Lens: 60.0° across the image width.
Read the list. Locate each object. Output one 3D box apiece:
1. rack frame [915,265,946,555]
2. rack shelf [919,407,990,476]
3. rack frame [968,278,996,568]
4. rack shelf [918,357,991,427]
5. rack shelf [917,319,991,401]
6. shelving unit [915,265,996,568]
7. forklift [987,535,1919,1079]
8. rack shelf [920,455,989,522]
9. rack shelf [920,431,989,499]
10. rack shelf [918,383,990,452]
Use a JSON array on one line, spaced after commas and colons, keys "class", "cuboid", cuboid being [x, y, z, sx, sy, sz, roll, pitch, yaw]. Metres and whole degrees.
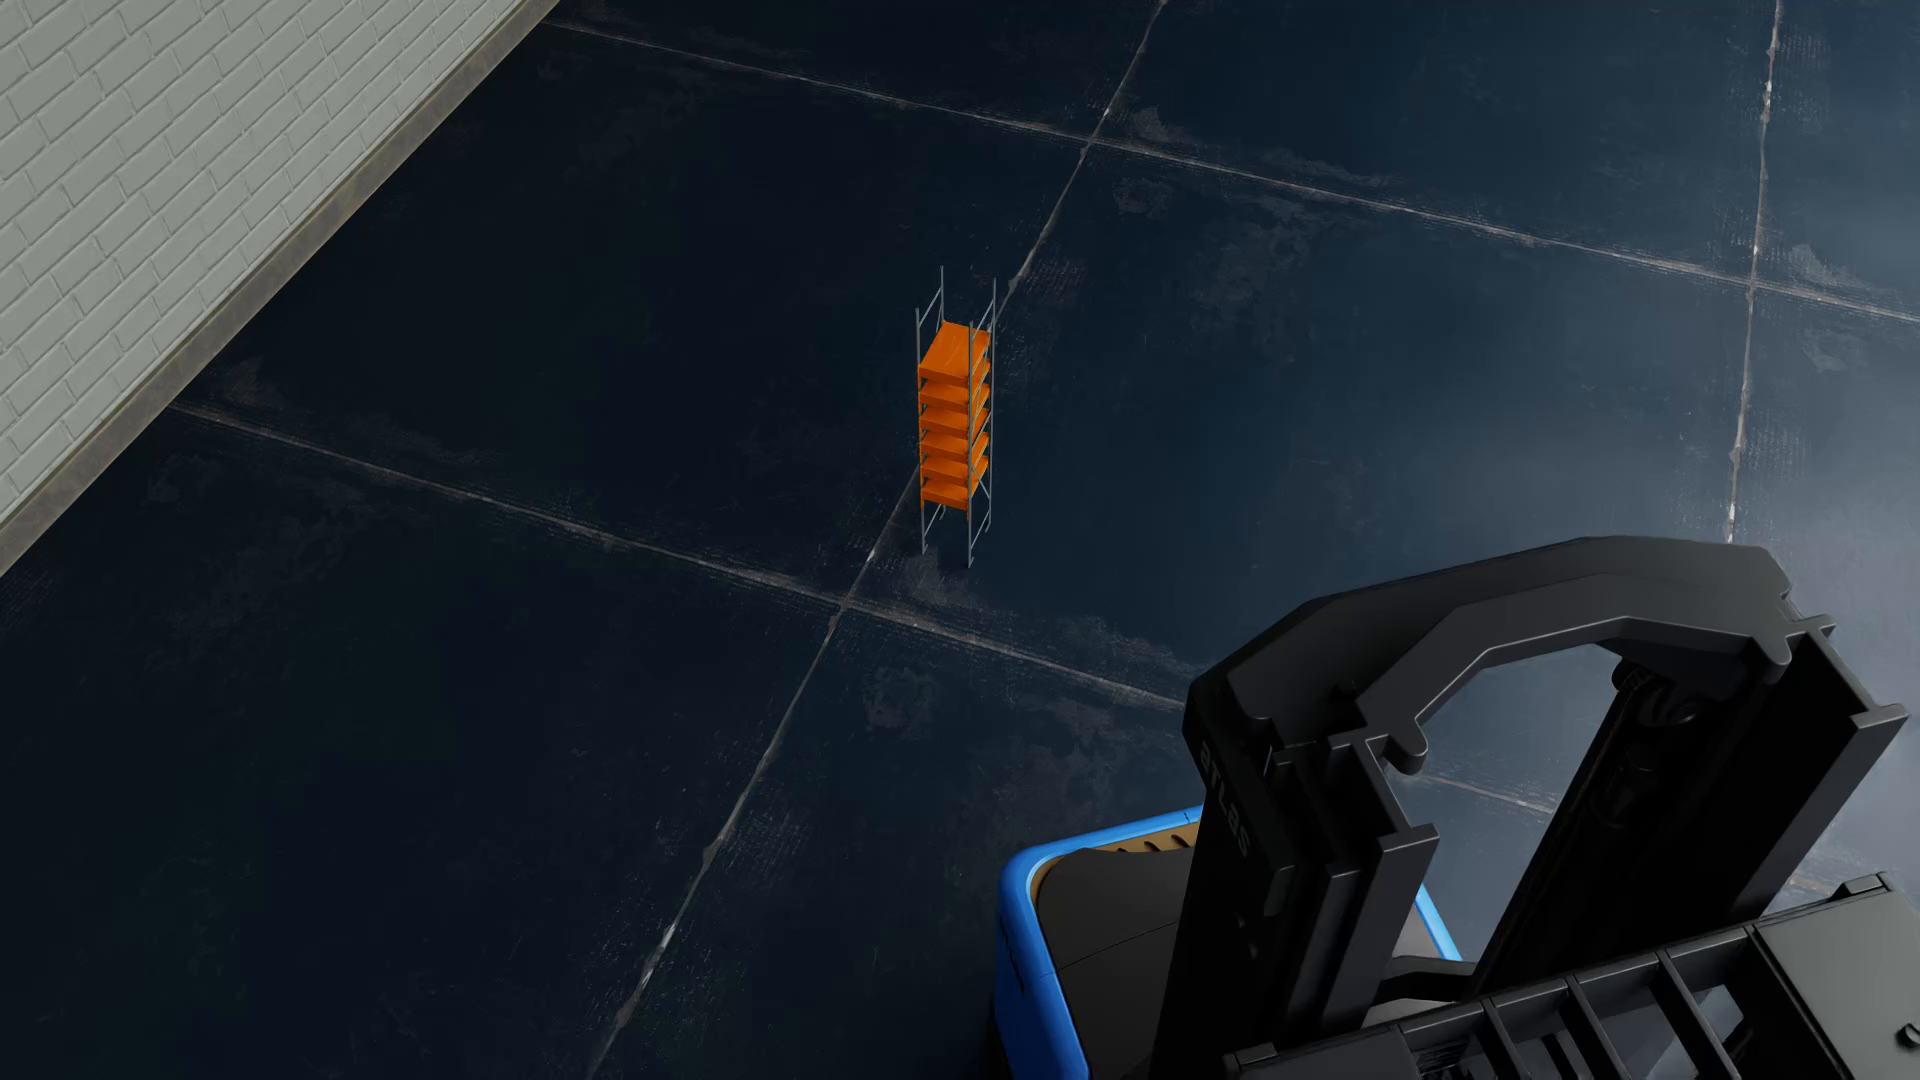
[{"class": "rack frame", "cuboid": [-0.099, -0.421, 5.821, 0.006, 1.200, 0.240, 16, 51, 13]}, {"class": "rack shelf", "cuboid": [-0.014, -0.368, 5.833, 0.180, 0.103, 0.258, 16, 51, 13]}, {"class": "rack frame", "cuboid": [0.072, -0.373, 5.779, 0.006, 1.200, 0.240, 16, 51, 13]}, {"class": "rack shelf", "cuboid": [-0.014, -0.525, 5.652, 0.180, 0.103, 0.258, 16, 51, 13]}, {"class": "rack shelf", "cuboid": [-0.014, -0.603, 5.561, 0.180, 0.103, 0.258, 16, 51, 13]}, {"class": "shelving unit", "cuboid": [-0.014, -0.397, 5.800, 0.189, 1.200, 0.258, 16, 51, 13]}, {"class": "forklift", "cuboid": [0.969, 1.507, 3.004, 1.130, 2.935, 3.031, -12, 50, -10]}, {"class": "rack shelf", "cuboid": [-0.014, -0.210, 6.015, 0.180, 0.103, 0.258, 16, 51, 13]}, {"class": "rack shelf", "cuboid": [-0.014, -0.289, 5.924, 0.180, 0.103, 0.258, 16, 51, 13]}, {"class": "rack shelf", "cuboid": [-0.014, -0.446, 5.743, 0.180, 0.103, 0.258, 16, 51, 13]}]
